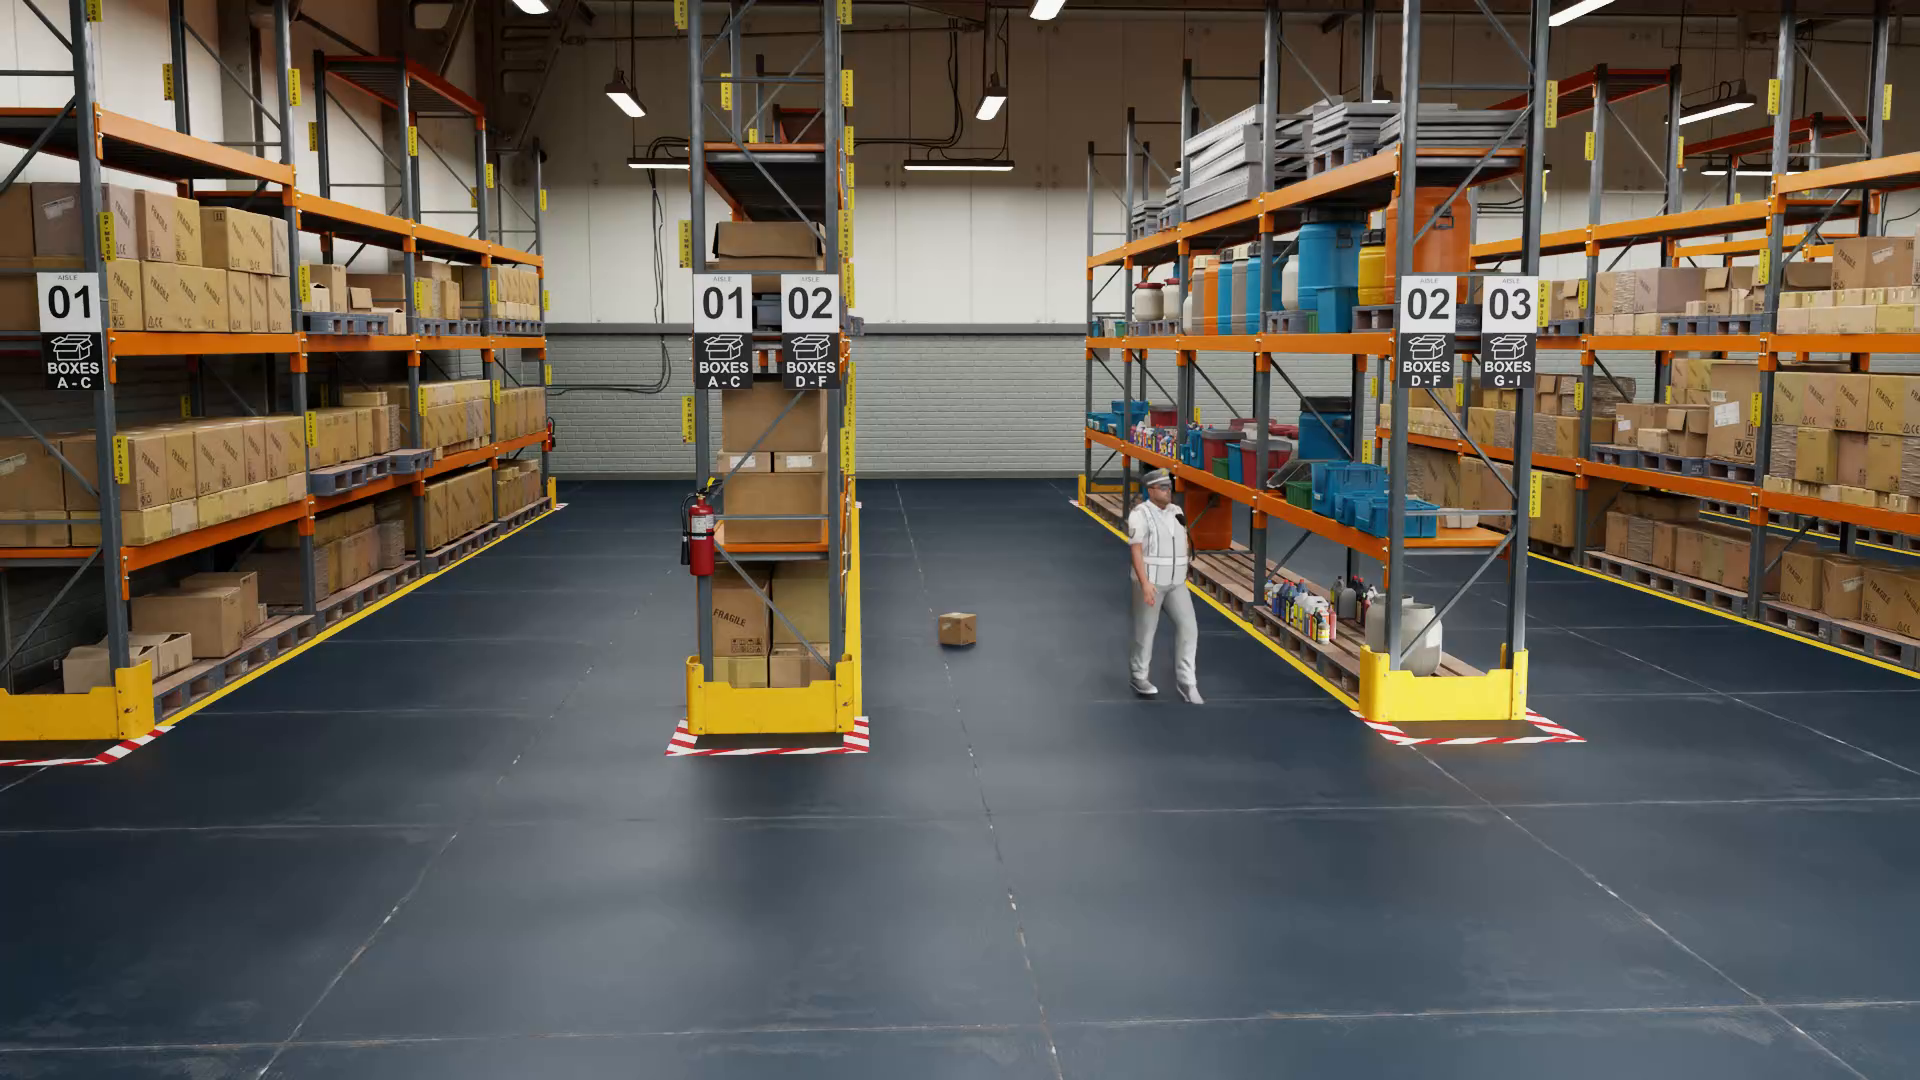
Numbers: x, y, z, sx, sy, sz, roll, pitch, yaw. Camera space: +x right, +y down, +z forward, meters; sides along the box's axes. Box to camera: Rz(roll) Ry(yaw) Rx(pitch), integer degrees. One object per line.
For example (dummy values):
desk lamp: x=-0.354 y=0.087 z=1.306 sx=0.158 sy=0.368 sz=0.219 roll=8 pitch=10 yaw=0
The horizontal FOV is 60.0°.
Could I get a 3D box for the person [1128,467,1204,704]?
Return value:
person: x=1.560 y=0.369 z=12.745 sx=0.533 sy=1.840 sz=0.652 roll=-3 pitch=8 yaw=-27
